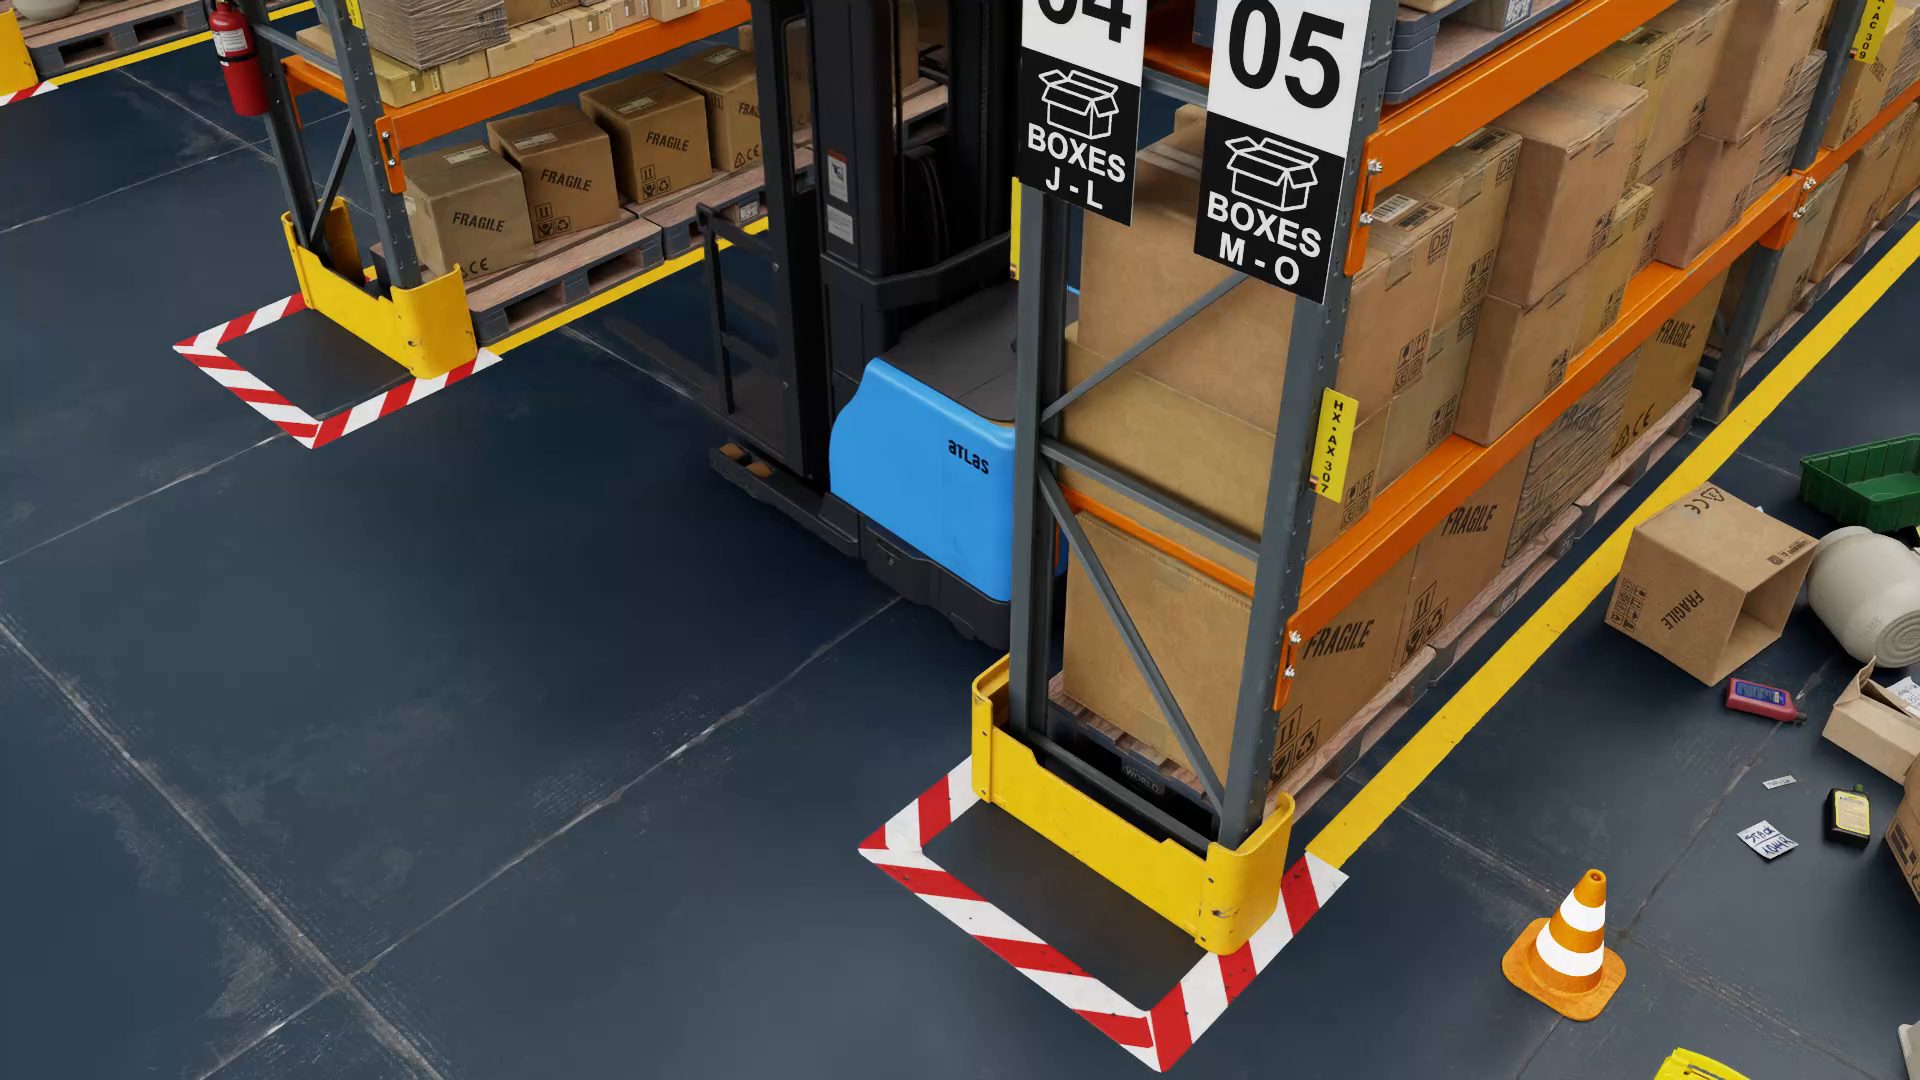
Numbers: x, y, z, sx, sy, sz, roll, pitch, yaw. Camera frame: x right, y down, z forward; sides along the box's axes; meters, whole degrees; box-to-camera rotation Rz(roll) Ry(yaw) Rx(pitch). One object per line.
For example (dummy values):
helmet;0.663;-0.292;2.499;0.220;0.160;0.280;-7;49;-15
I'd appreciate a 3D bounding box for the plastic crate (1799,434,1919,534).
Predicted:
plastic crate;4.127;-0.243;7.359;0.662;0.188;0.450;-11;30;-14

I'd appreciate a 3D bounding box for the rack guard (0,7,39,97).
rack guard;-6.653;-3.399;11.123;1.175;0.500;0.348;30;47;32

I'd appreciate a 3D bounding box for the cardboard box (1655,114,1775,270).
cardboard box;2.683;-1.573;6.698;0.875;0.550;0.550;30;47;32

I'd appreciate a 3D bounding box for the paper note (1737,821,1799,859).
paper note;2.862;1.061;5.893;0.142;0.017;0.144;-18;42;-21

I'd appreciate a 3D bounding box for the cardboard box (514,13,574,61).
cardboard box;-2.130;-2.514;8.204;0.380;0.149;0.250;30;47;32

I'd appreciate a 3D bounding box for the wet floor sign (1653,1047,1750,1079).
wet floor sign;2.021;1.652;4.653;0.267;0.644;0.232;22;43;25

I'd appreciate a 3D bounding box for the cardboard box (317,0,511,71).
cardboard box;-2.623;-2.640;7.840;0.875;0.500;0.500;30;47;32

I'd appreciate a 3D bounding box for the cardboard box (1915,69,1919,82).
cardboard box;4.510;-2.580;8.004;0.500;0.500;0.500;29;47;32

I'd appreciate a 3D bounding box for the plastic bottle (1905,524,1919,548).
plastic bottle;4.205;-0.041;7.252;0.133;0.061;0.283;8;39;10

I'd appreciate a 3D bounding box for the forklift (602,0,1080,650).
forklift;-0.491;-1.532;6.821;1.130;2.935;3.031;-31;48;-33

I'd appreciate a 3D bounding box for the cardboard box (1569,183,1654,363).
cardboard box;1.948;-1.089;6.089;0.875;0.550;0.500;30;47;32

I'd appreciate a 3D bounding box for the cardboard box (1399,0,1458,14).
cardboard box;1.047;-1.416;3.995;0.380;0.149;0.250;30;47;32

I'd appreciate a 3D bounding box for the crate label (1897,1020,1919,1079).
crate label;3.075;1.602;5.125;0.250;0.136;0.298;8;39;10

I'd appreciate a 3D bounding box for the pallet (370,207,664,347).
pallet;-2.388;-1.545;9.023;1.003;0.211;1.213;30;47;32

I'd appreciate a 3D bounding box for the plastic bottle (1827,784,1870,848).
plastic bottle;3.191;0.975;5.974;0.133;0.061;0.283;14;41;17

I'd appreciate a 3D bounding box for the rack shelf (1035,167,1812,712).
rack shelf;1.928;-0.751;6.362;1.077;0.370;4.000;30;47;32

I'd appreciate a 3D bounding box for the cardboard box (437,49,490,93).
cardboard box;-2.463;-2.282;7.912;0.380;0.149;0.250;30;47;32

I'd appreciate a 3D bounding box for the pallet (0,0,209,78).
pallet;-6.101;-3.657;11.679;1.003;0.211;1.213;30;47;32

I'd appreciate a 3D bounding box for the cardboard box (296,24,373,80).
cardboard box;-2.974;-2.362;8.012;0.380;0.149;0.250;30;47;32

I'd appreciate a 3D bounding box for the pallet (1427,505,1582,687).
pallet;1.884;0.020;7.056;1.003;0.211;1.213;30;47;32

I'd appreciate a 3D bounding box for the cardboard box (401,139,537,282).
cardboard box;-2.580;-1.709;8.660;0.500;0.500;0.500;-25;45;-28

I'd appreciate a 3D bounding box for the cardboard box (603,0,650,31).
cardboard box;-1.807;-2.752;8.503;0.380;0.149;0.250;30;47;32

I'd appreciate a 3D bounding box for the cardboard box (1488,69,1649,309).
cardboard box;1.639;-1.241;5.412;0.875;0.550;0.550;30;47;32

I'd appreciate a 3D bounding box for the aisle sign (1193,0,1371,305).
aisle sign;0.753;-0.973;3.975;0.394;0.787;0.004;30;47;32

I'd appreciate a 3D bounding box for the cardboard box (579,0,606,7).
cardboard box;-2.005;-3.131;8.458;0.875;0.500;0.500;30;47;32

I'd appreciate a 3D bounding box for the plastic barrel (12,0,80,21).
plastic barrel;-6.282;-3.848;11.340;0.421;0.512;0.421;0;38;0

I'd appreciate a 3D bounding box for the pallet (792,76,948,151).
pallet;-0.742;-2.666;10.433;1.003;0.211;1.213;30;47;32

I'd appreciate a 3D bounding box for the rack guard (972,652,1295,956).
rack guard;0.563;0.876;5.747;1.175;0.500;0.348;30;47;32

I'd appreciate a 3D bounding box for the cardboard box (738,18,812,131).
cardboard box;-0.996;-2.833;10.074;0.500;0.500;0.500;-19;42;-22

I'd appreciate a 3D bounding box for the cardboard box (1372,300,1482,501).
cardboard box;1.151;-0.624;5.504;0.875;0.550;0.550;30;47;32

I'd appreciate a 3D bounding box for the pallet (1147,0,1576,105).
pallet;1.072;-1.598;4.511;1.003;0.211;1.213;30;47;32

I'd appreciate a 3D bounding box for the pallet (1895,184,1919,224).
pallet;5.389;-2.367;10.057;1.003;0.211;1.213;30;47;32

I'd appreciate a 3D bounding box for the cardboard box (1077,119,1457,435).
cardboard box;0.858;-0.749;4.794;0.875;0.550;0.550;30;47;32

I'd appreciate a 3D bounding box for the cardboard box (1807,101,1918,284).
cardboard box;4.284;-2.000;8.825;1.050;0.750;0.750;30;47;32

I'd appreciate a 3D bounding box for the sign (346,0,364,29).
sign;-2.613;-2.354;7.105;0.100;0.325;0.005;30;47;32

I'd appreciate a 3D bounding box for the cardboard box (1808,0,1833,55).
cardboard box;3.003;-2.278;6.716;0.875;0.550;0.550;30;47;32

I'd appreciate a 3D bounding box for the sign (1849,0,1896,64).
sign;3.688;-2.089;6.708;0.100;0.325;0.005;30;47;32

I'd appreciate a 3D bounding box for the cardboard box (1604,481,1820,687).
cardboard box;2.988;0.170;6.632;0.500;0.500;0.500;-26;45;-29

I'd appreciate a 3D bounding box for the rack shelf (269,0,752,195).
rack shelf;-1.665;-2.880;9.040;1.077;0.370;4.000;30;47;32

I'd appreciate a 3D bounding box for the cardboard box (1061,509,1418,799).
cardboard box;0.988;0.214;5.940;0.875;0.875;0.875;30;47;32

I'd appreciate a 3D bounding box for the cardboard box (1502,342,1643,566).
cardboard box;2.196;-0.609;6.975;0.875;0.875;0.875;30;47;32

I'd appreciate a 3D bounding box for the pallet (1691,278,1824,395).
pallet;3.743;-1.246;8.647;1.003;0.211;1.213;30;47;32

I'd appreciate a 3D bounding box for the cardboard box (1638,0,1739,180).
cardboard box;2.252;-1.786;6.098;0.875;0.550;0.550;30;47;32

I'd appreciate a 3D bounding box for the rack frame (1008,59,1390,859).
rack frame;0.579;-0.114;4.983;1.000;3.000;0.127;30;47;32

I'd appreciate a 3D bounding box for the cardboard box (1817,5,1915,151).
cardboard box;3.831;-2.119;7.425;0.500;0.500;0.500;30;47;32

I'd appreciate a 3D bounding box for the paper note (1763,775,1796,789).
paper note;3.017;0.891;6.122;0.123;0.001;0.032;-11;40;-14

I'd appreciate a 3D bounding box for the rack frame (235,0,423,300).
rack frame;-3.014;-2.243;7.660;1.000;3.000;0.127;30;47;32

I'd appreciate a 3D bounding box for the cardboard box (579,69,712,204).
cardboard box;-1.766;-2.277;9.375;0.500;0.500;0.500;-29;47;-32
